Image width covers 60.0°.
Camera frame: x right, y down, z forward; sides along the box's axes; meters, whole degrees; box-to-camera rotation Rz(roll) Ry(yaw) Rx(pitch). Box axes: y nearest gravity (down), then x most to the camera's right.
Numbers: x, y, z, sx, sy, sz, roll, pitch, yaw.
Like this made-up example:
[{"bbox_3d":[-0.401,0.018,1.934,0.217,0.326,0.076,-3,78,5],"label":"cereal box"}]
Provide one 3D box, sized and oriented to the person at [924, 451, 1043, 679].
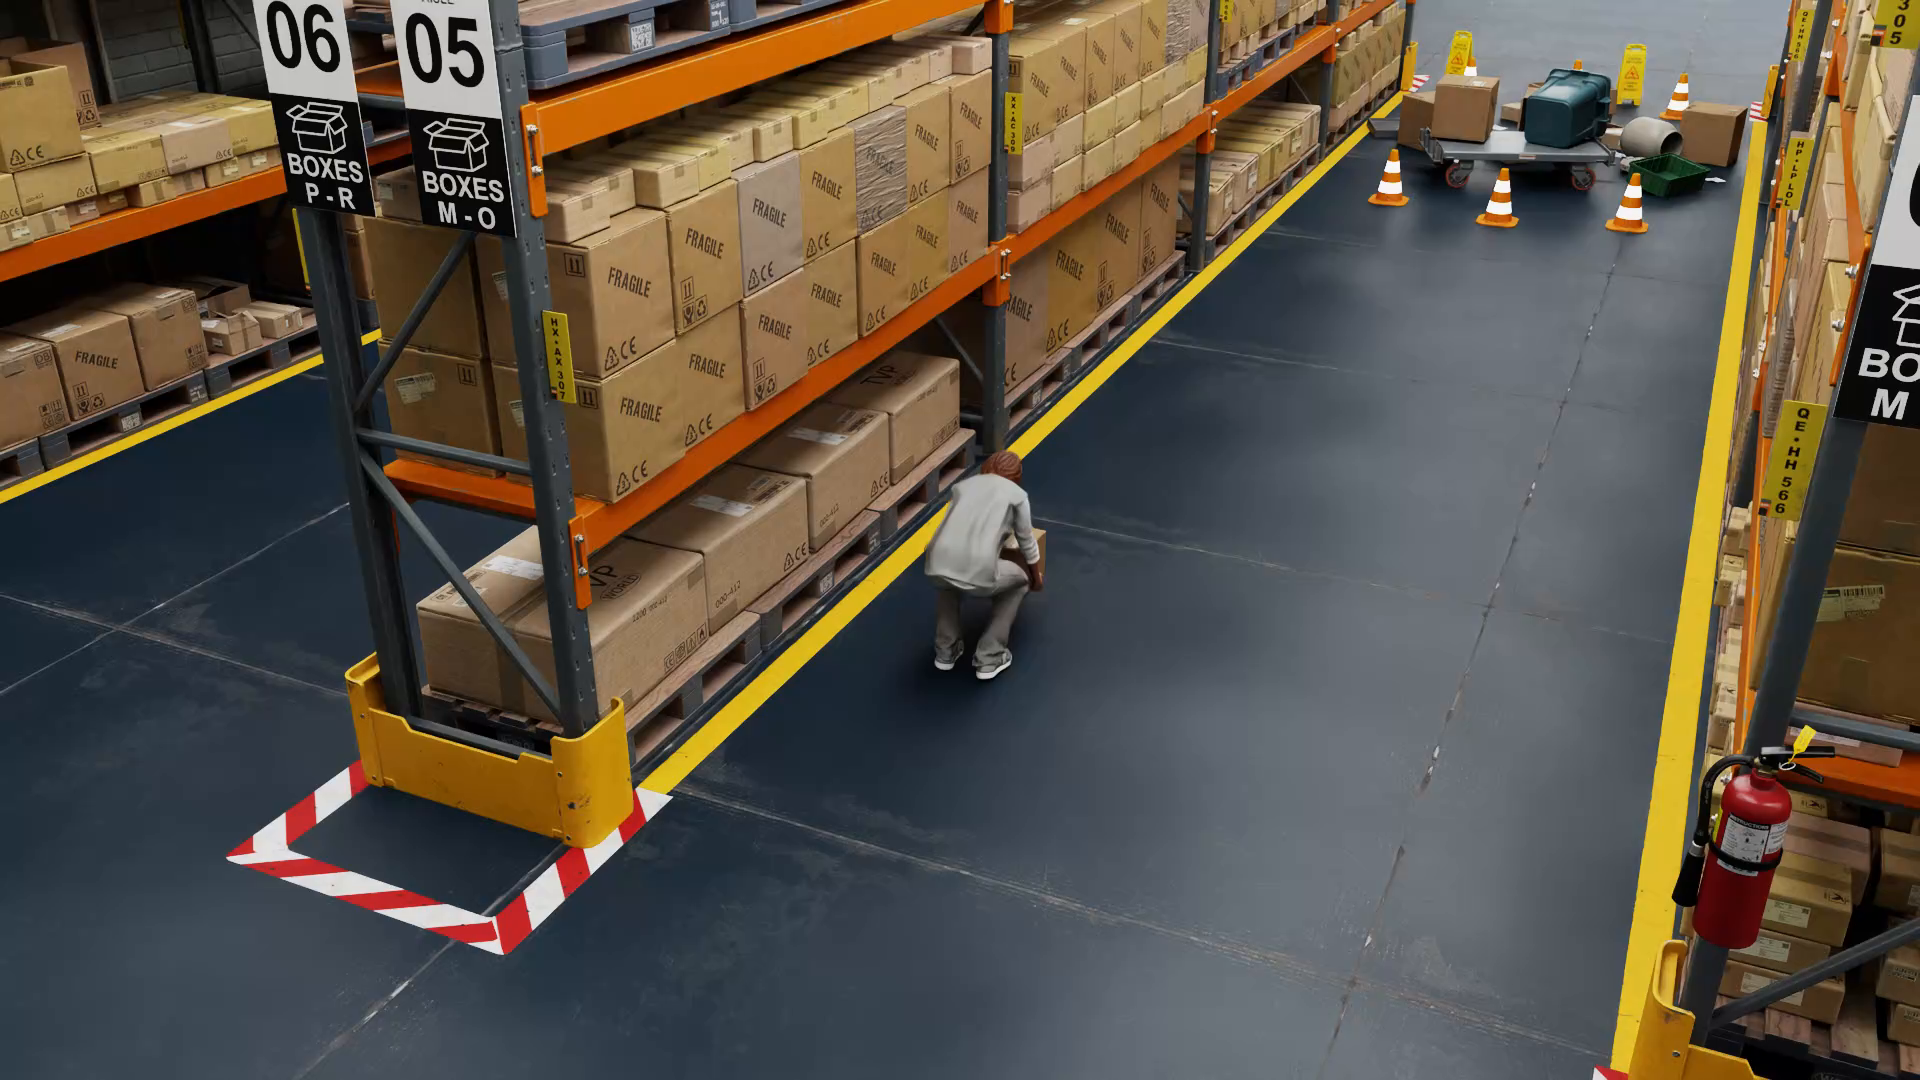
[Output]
[{"bbox_3d":[0.104,0.154,7.677,0.430,0.832,0.851,10,28,20],"label":"person"}]
